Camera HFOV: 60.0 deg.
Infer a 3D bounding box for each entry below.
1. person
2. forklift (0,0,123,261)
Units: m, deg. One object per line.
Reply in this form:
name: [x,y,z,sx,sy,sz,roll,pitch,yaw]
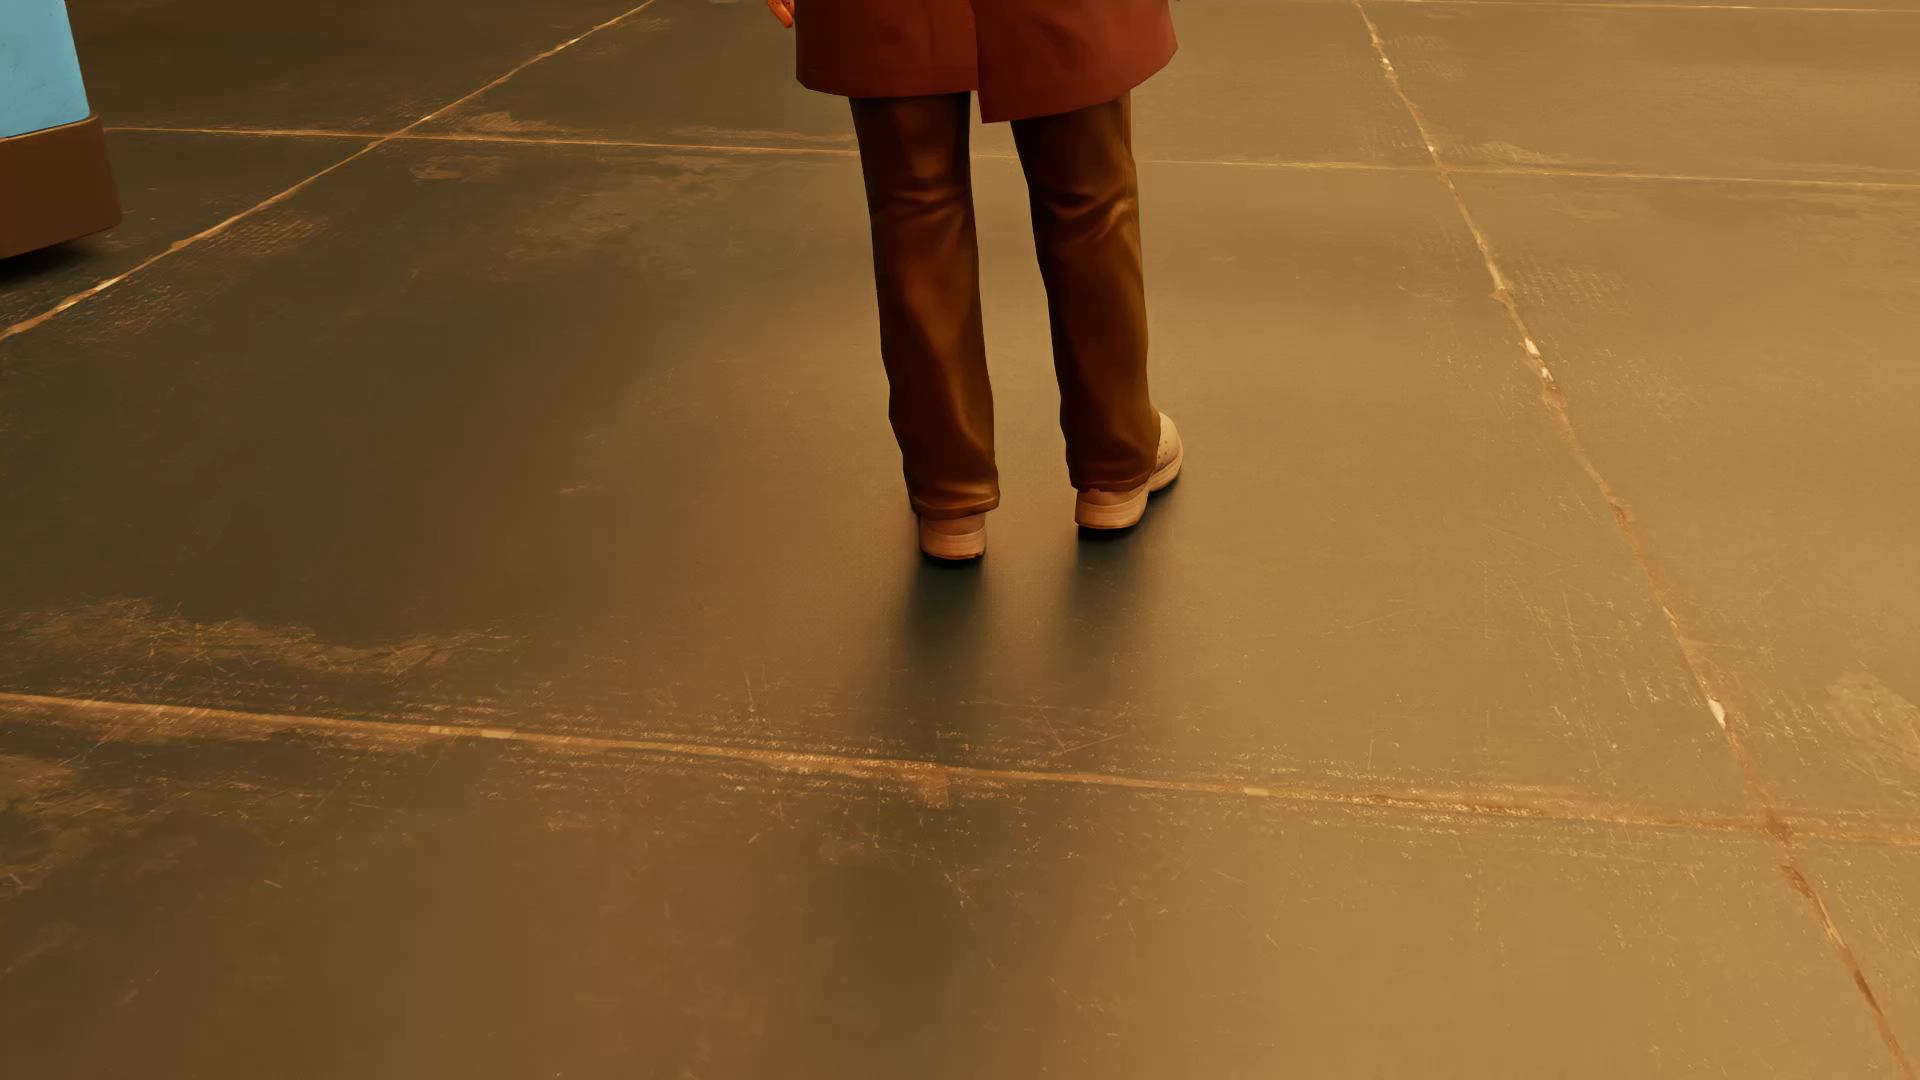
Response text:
person: [0.016,-0.752,2.226,0.696,1.576,0.579,3,27,7]
forklift: [-3.458,-2.081,3.388,3.031,2.935,1.130,13,29,24]
